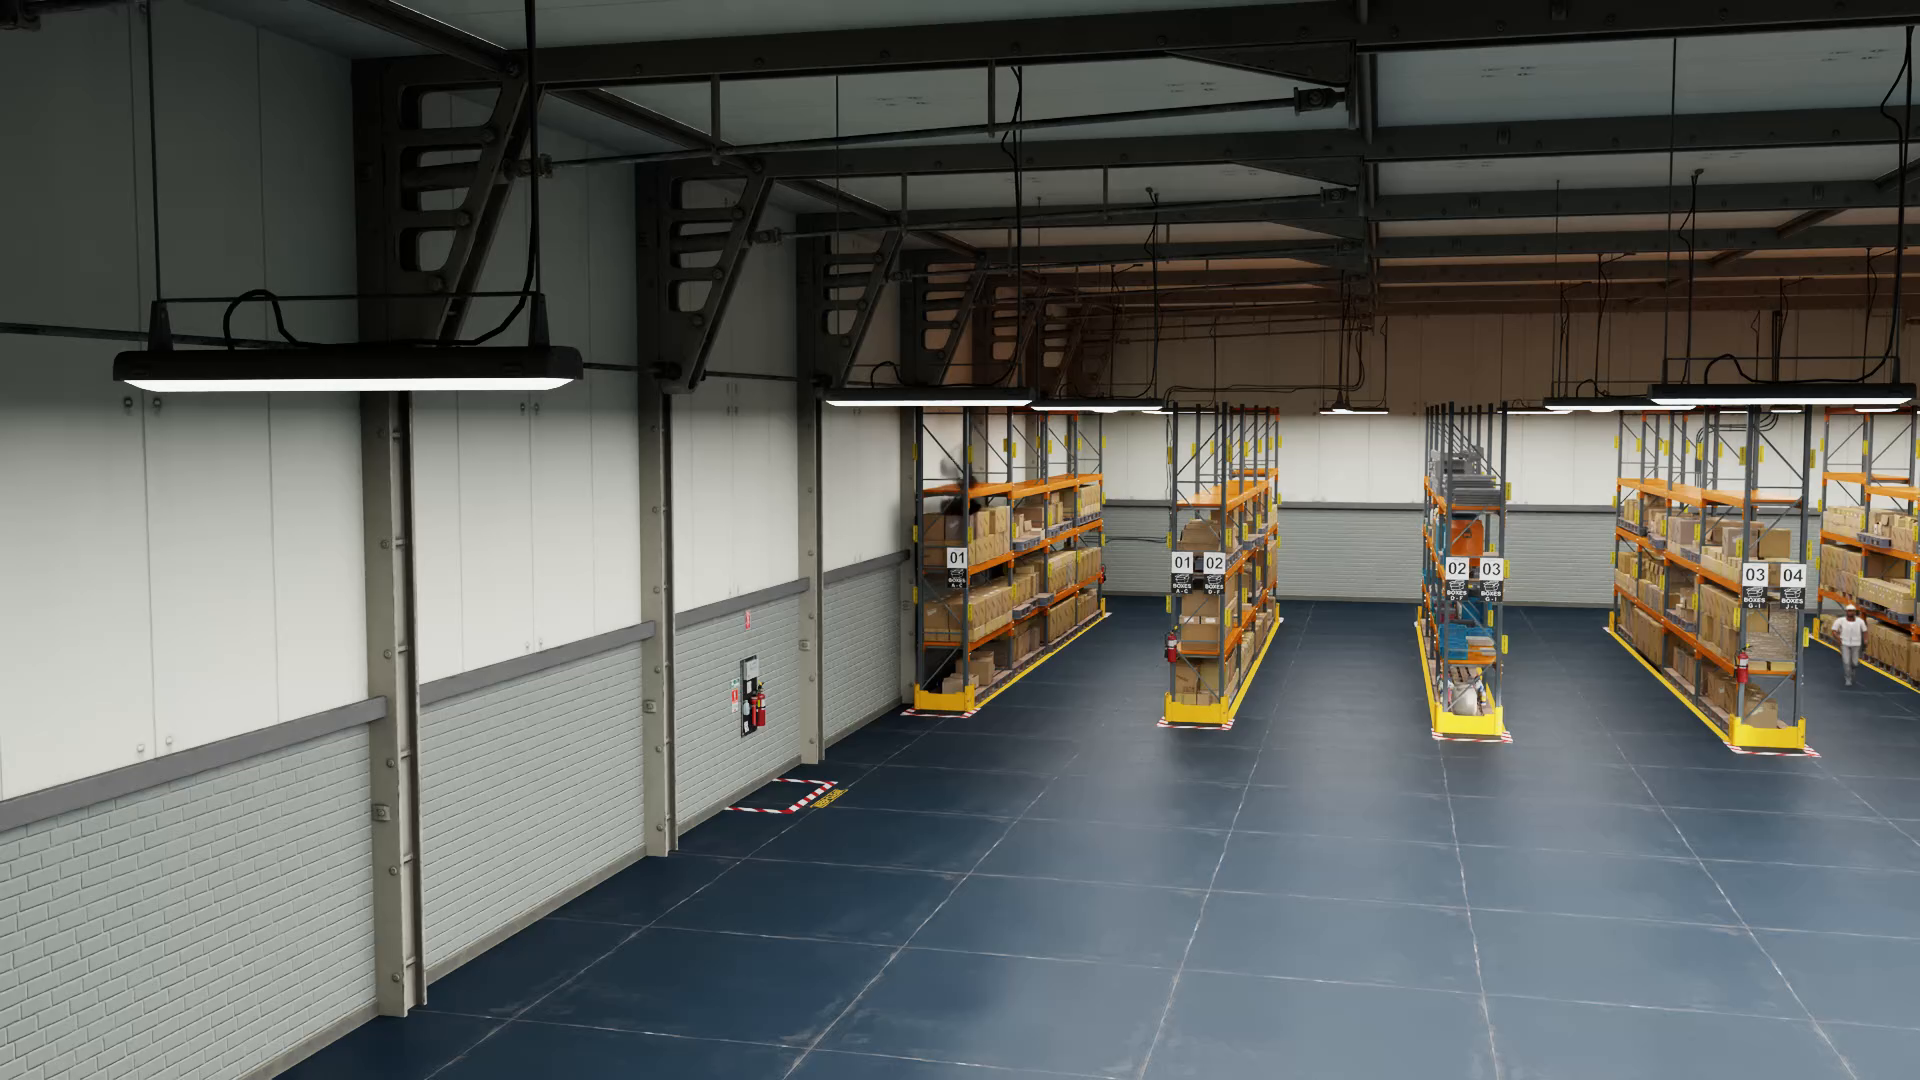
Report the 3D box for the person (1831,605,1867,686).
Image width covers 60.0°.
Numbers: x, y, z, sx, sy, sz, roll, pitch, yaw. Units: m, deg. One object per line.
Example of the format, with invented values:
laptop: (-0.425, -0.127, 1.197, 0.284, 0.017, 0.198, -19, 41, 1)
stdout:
person: (19.051, 2.205, 35.629, 0.702, 1.658, 0.591, 2, 4, 20)
